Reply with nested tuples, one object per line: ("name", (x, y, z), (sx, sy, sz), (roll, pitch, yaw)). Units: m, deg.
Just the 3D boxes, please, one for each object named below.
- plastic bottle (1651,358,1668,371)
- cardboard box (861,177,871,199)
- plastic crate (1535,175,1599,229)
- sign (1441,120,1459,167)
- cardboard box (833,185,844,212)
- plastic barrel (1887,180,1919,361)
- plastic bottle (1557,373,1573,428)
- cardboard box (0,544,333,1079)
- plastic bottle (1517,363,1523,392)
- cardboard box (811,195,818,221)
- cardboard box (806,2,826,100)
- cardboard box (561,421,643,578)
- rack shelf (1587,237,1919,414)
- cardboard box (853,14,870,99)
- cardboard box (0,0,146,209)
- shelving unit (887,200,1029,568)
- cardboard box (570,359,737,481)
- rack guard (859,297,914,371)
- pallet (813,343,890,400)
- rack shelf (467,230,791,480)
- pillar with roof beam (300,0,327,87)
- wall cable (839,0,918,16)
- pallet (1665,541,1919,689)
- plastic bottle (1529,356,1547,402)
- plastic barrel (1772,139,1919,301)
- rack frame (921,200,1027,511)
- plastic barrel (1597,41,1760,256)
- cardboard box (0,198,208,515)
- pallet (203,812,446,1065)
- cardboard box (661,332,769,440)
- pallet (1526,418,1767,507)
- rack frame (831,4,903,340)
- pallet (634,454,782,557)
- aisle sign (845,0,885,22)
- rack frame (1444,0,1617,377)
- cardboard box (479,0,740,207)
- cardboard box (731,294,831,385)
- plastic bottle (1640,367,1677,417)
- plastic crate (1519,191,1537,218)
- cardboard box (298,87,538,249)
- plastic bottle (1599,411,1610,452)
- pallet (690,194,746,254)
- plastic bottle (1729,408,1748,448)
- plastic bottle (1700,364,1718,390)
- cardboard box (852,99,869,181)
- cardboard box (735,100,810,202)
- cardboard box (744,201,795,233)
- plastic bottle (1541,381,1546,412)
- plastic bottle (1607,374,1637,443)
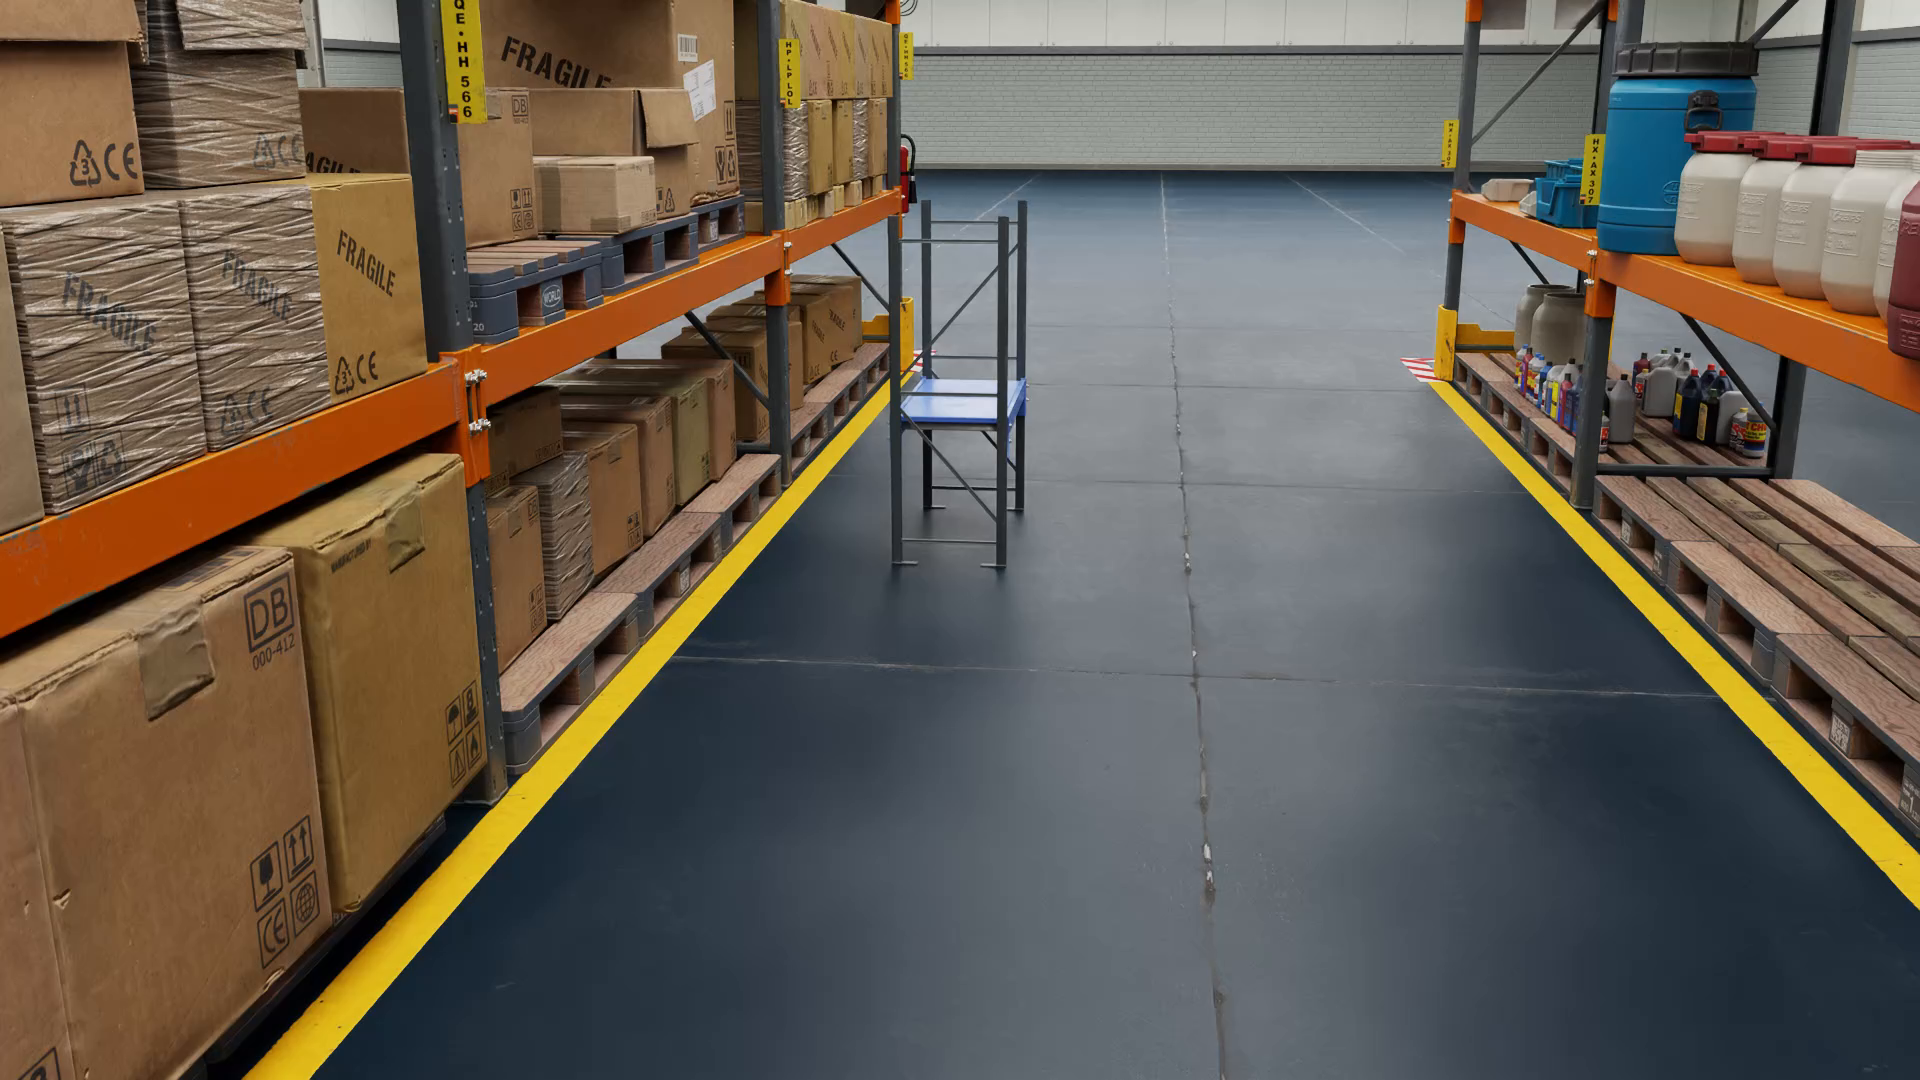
("plastic bottle", (4.144, -0.940, 9.766), (0.152, 0.276, 0.135), (1, 15, 5))
("cardboard box", (-0.810, -2.381, 11.203), (0.380, 0.149, 0.250), (2, 15, 6))
("plastic crate", (3.391, -1.818, 8.923), (0.499, 0.251, 0.616), (2, 15, 6))
("sign", (3.441, -2.783, 11.677), (0.100, 0.325, 0.005), (2, 15, 6))
("cardboard box", (-0.906, -2.056, 9.999), (0.380, 0.149, 0.250), (2, 15, 6))
("plastic barrel", (2.836, -0.752, 4.436), (0.600, 0.536, 0.708), (2, 15, 6))
("plastic bottle", (3.321, -0.764, 9.104), (0.061, 0.283, 0.133), (3, 15, 10))
("cardboard box", (-2.043, 0.529, 3.224), (1.225, 0.875, 0.875), (2, 15, 6))
("plastic bottle", (3.461, -1.006, 10.153), (0.097, 0.201, 0.097), (0, 15, 0))
("cardboard box", (-1.002, -1.861, 9.280), (0.380, 0.149, 0.250), (2, 15, 6))
("cardboard box", (-1.027, -2.654, 9.053), (0.500, 0.500, 0.500), (2, 15, 6))
("cardboard box", (-1.674, -0.175, 6.507), (0.700, 0.500, 0.500), (3, 15, 11))
("rack shelf", (3.310, -0.729, 5.988), (1.077, 0.370, 4.000), (2, 15, 6))
("cardboard box", (-0.860, -3.043, 10.492), (0.500, 0.500, 0.500), (2, 15, 6))
("cardboard box", (-2.012, -0.877, 3.047), (0.797, 0.503, 0.637), (2, 15, 8))
("shelving unit", (0.010, -0.746, 7.548), (0.538, 1.500, 1.048), (2, 15, 6))
("cardboard box", (-1.476, -0.588, 8.034), (0.700, 0.500, 0.500), (1, 15, 2))
("rack guard", (-0.943, -1.552, 12.442), (1.175, 0.500, 0.348), (2, 15, 6))
("pallet", (-1.069, -1.202, 11.705), (1.003, 0.211, 1.213), (2, 15, 6))
("rack shelf", (-1.611, -0.874, 6.528), (1.077, 0.370, 4.000), (2, 15, 6))
("pillar with roof beam", (-9.702, -12.055, 35.004), (9.100, 9.000, 0.400), (2, 15, 6))
("wall cable", (-2.225, -15.821, 42.416), (2.305, 6.003, 0.169), (2, 15, 6))
("pallet", (3.351, 0.274, 6.246), (1.003, 0.211, 1.213), (2, 15, 6))
("plastic bottle", (3.423, -0.951, 9.818), (0.097, 0.271, 0.097), (0, 15, 0))
("plastic barrel", (3.079, -1.116, 5.782), (0.433, 0.535, 0.433), (0, 15, 0))
("rack frame", (0.067, -0.878, 8.036), (0.500, 1.500, 0.032), (2, 15, 6))
("plastic barrel", (3.191, -1.745, 7.410), (0.600, 0.901, 0.708), (2, 15, 6))
("cardboard box", (-1.764, -0.352, 3.026), (0.500, 0.500, 0.500), (1, 15, 4))
("pallet", (-2.001, 0.845, 4.131), (1.003, 0.211, 1.213), (2, 15, 6))
("cardboard box", (-1.300, -0.839, 9.003), (0.500, 0.500, 0.500), (1, 15, 5))
("pallet", (3.653, -0.421, 8.816), (1.003, 0.211, 1.213), (2, 15, 6))
("rack frame", (-0.934, -2.778, 12.189), (1.000, 3.000, 0.127), (2, 15, 6))
("pallet", (-1.472, -0.192, 7.969), (1.003, 0.211, 1.213), (2, 15, 6))
("aisle sign", (-0.629, -4.040, 11.876), (0.394, 0.787, 0.004), (2, 15, 6))
("rack frame", (3.987, -2.632, 11.649), (1.000, 3.000, 0.127), (2, 15, 6))
("cardboard box", (-1.614, -2.031, 7.472), (1.000, 1.000, 1.000), (2, 15, 7))
("cardboard box", (-1.144, -1.295, 10.688), (0.500, 0.500, 0.500), (3, 15, 11))
("plastic bottle", (3.959, -0.846, 9.421), (0.152, 0.276, 0.135), (2, 15, 6))
("plastic crate", (3.468, -1.896, 9.432), (0.530, 0.136, 0.437), (2, 15, 6))
("cardboard box", (-1.852, -1.243, 5.516), (0.700, 0.500, 0.500), (4, 16, 15))
("plastic bottle", (3.267, -0.559, 8.502), (0.097, 0.201, 0.097), (0, 15, 0))
("pallet", (-1.616, -1.454, 7.660), (1.003, 0.211, 1.213), (2, 15, 6))
("plastic bottle", (4.030, -0.579, 8.573), (0.097, 0.201, 0.097), (0, 15, 0))
("plastic bottle", (4.061, -0.774, 9.011), (0.144, 0.351, 0.185), (1, 15, 4))
("cardboard box", (-1.060, -2.566, 10.645), (0.875, 0.500, 0.500), (2, 15, 6))
("cardboard box", (-1.273, -2.047, 8.725), (0.875, 0.500, 0.500), (2, 15, 6))
("cardboard box", (-1.062, -1.666, 8.558), (0.380, 0.149, 0.250), (2, 15, 6))
("plastic bottle", (3.389, -0.839, 9.535), (0.097, 0.201, 0.097), (0, 15, 0))
("plastic bottle", (3.466, -0.700, 8.734), (0.144, 0.351, 0.185), (2, 15, 6))
